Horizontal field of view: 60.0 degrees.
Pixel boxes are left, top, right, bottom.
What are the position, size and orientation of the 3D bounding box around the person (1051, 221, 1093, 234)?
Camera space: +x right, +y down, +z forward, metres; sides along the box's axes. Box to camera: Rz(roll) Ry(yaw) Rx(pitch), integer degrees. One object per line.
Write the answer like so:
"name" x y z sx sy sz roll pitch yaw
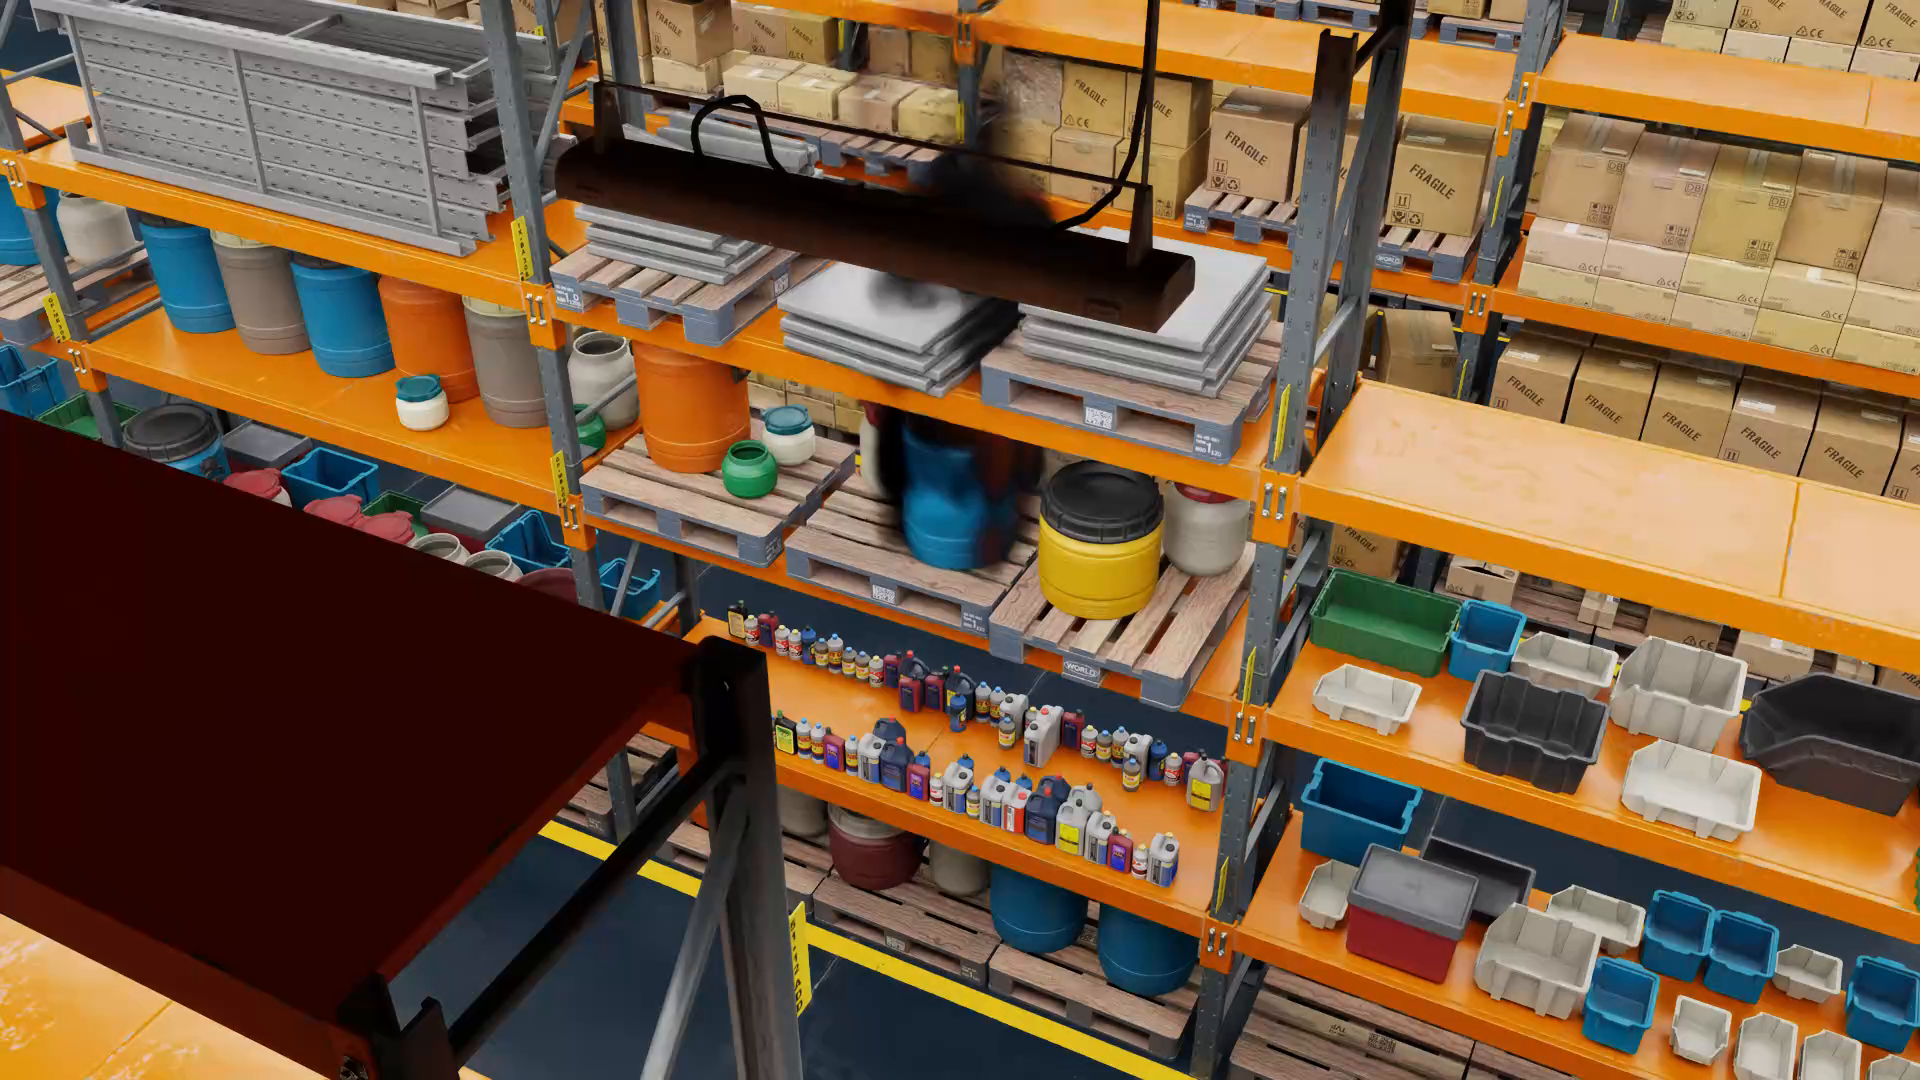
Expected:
"person" 1.141 -2.867 16.667 0.850 1.490 0.596 3 35 4
